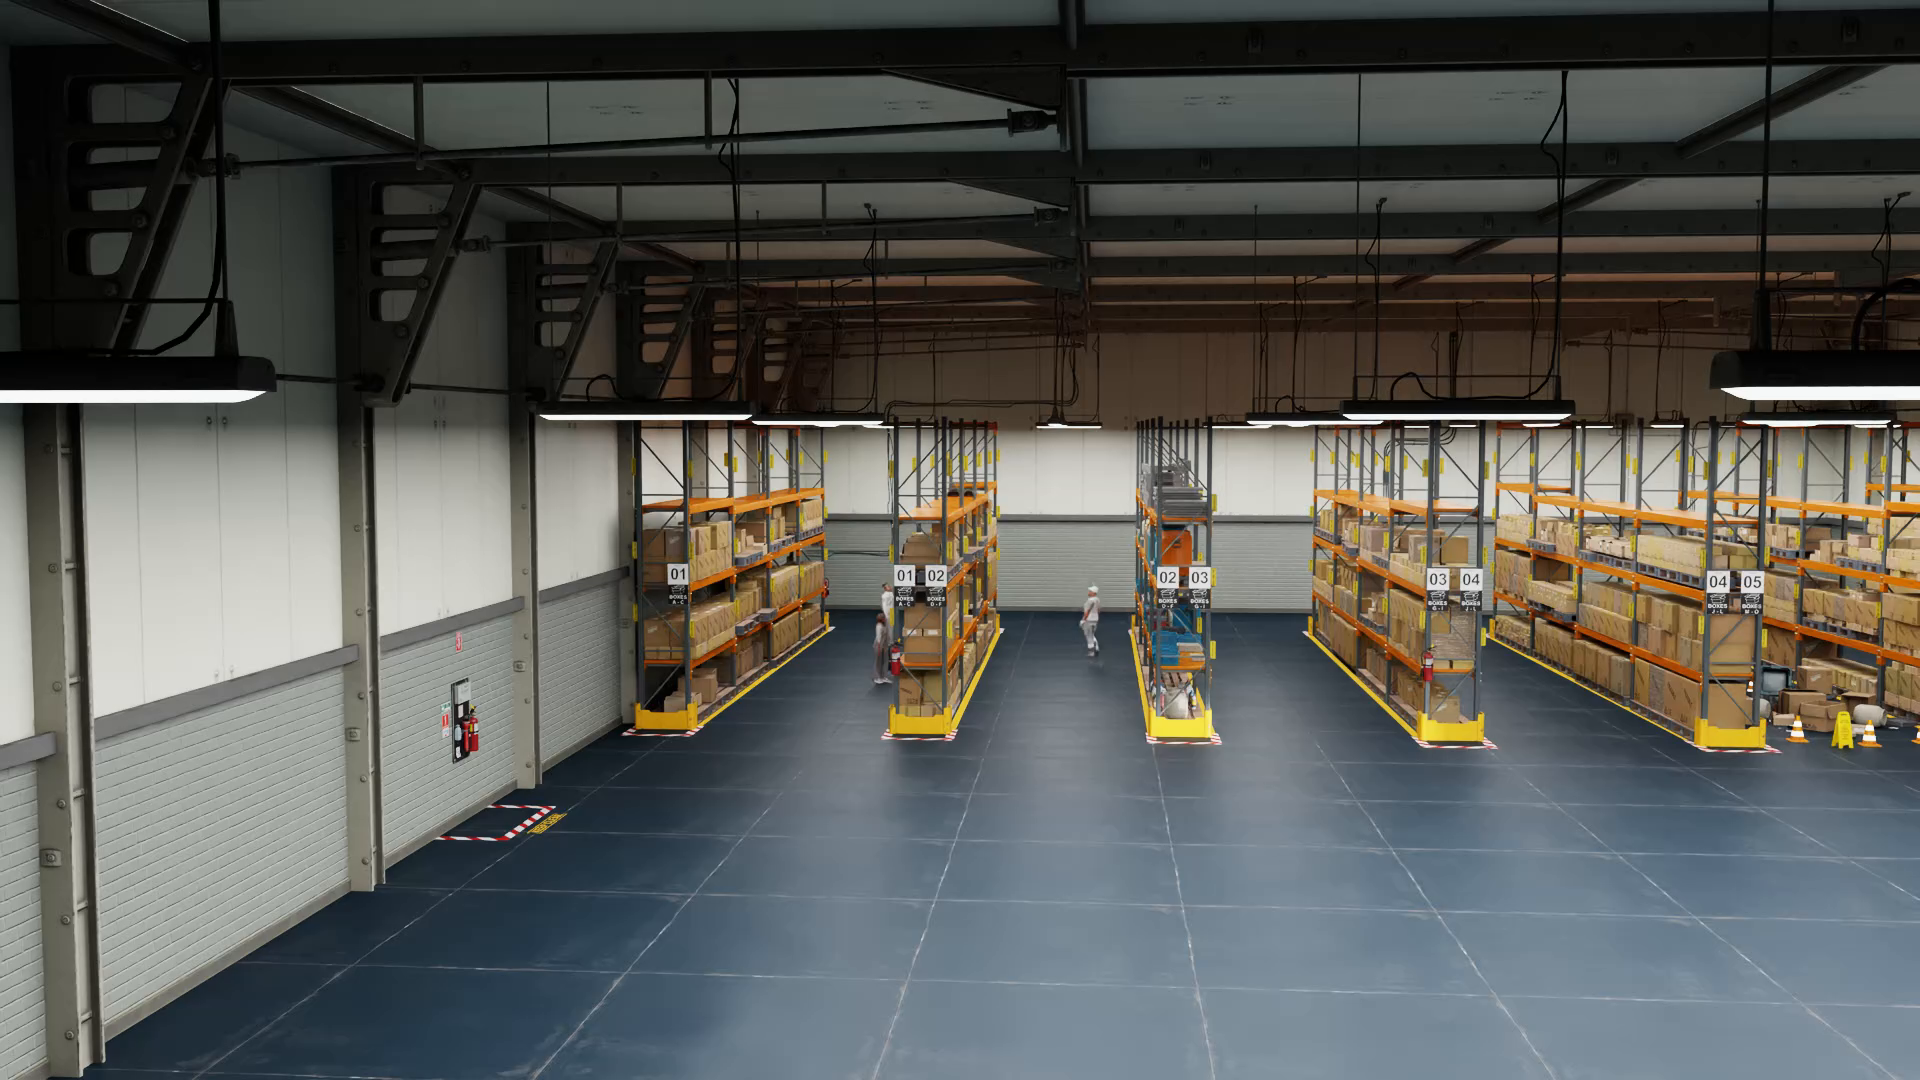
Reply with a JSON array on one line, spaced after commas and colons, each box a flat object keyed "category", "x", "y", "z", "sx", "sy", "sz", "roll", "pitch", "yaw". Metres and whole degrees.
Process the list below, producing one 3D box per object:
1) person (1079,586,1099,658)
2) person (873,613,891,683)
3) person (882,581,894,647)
[{"category": "person", "x": 3.195, "y": 2.025, "z": 40.919, "sx": 0.581, "sy": 1.791, "sz": 0.471, "roll": -3, "pitch": 5, "yaw": -41}, {"category": "person", "x": -1.791, "y": 2.452, "z": 37.795, "sx": 0.373, "sy": 1.605, "sz": 0.430, "roll": 1, "pitch": 4, "yaw": 11}, {"category": "person", "x": -1.788, "y": 1.924, "z": 43.281, "sx": 0.548, "sy": 1.693, "sz": 0.511, "roll": 1, "pitch": 4, "yaw": 14}]
